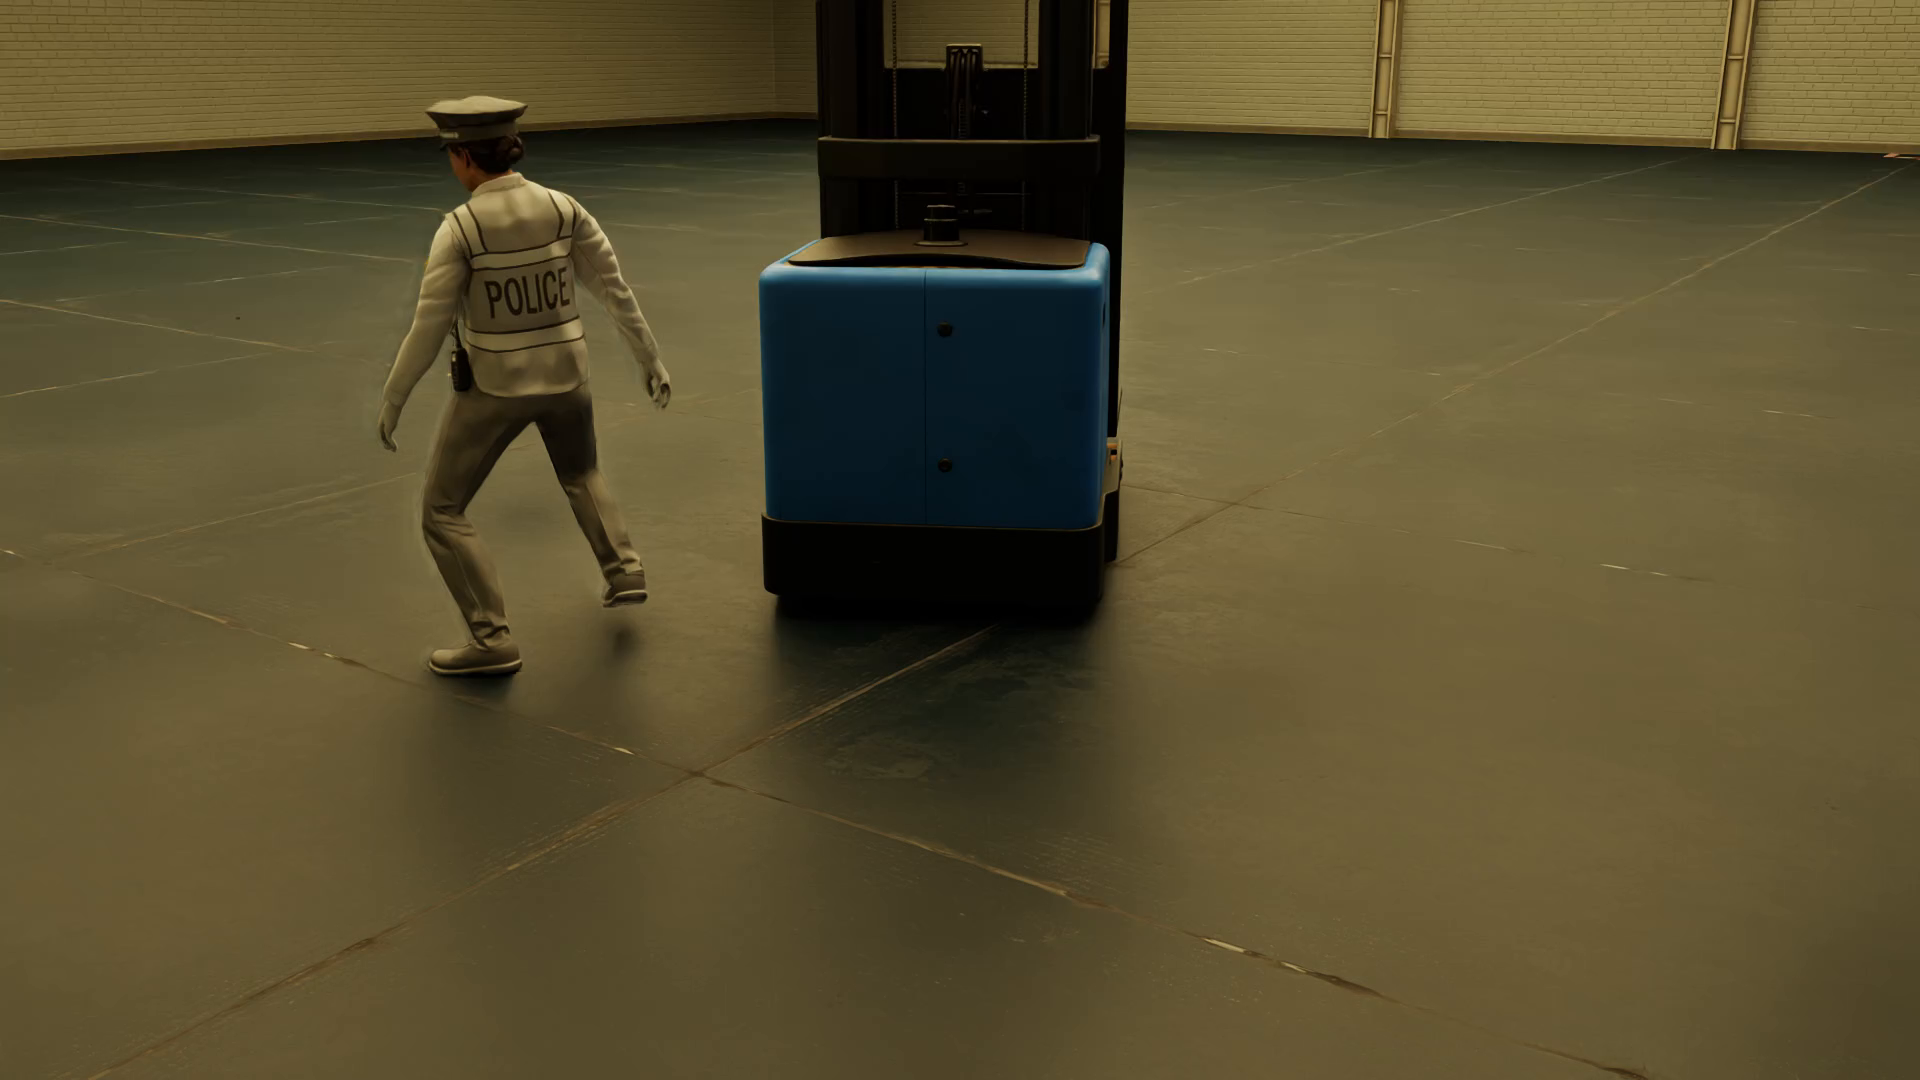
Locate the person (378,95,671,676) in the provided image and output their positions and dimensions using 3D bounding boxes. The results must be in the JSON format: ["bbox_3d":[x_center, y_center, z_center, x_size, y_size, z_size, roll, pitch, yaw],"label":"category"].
[{"bbox_3d":[-1.233,-0.450,4.738,0.828,1.581,0.471,-12,20,-35],"label":"person"}]

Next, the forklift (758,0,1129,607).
[{"bbox_3d":[0.070,-1.578,6.110,1.130,2.935,3.031,2,17,6],"label":"forklift"}]
